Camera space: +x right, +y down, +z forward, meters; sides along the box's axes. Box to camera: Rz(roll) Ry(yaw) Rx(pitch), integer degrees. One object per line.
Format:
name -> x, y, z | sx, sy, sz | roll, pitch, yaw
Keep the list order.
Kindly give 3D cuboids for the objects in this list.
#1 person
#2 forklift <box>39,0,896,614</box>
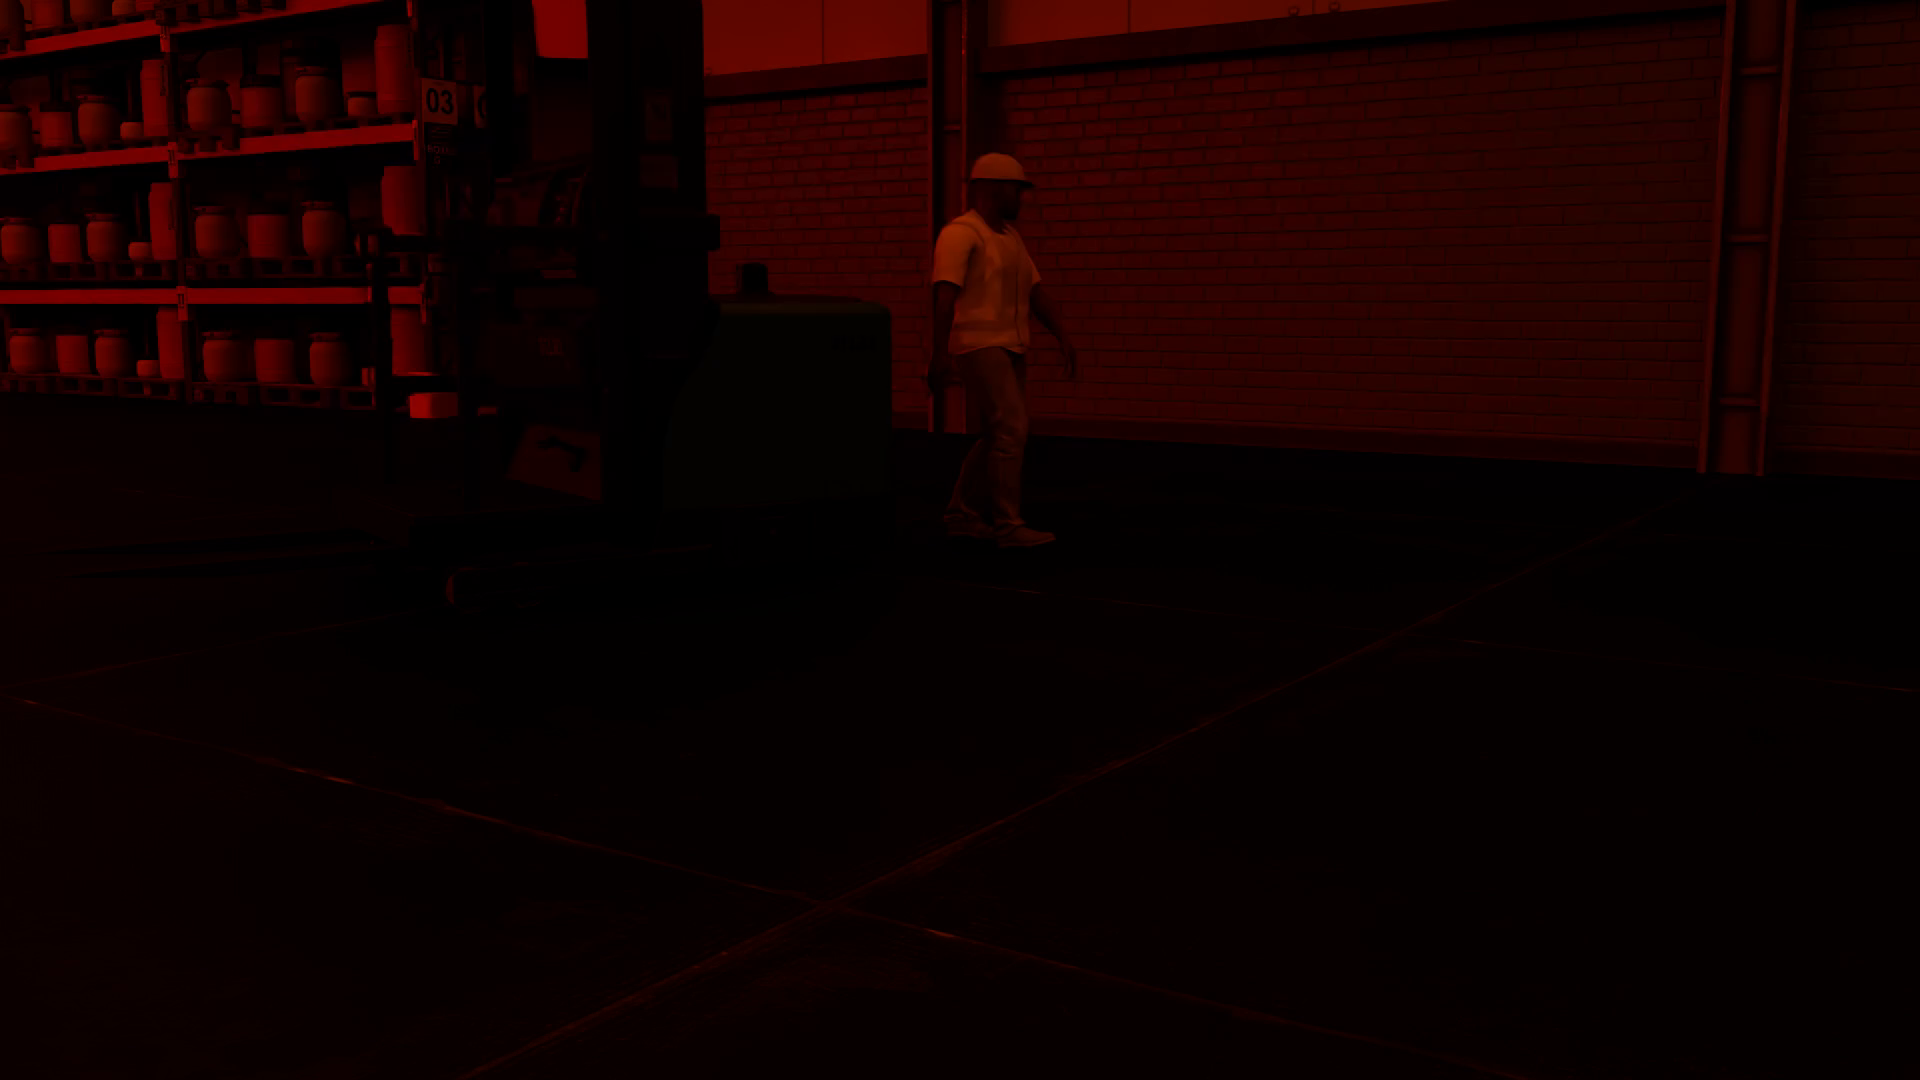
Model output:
person -> 0.198, -0.835, 7.370 | 0.702, 1.740, 0.708 | 5, 9, 29
forklift -> -1.764, -1.278, 6.182 | 3.031, 2.935, 1.130 | -6, 10, -34
